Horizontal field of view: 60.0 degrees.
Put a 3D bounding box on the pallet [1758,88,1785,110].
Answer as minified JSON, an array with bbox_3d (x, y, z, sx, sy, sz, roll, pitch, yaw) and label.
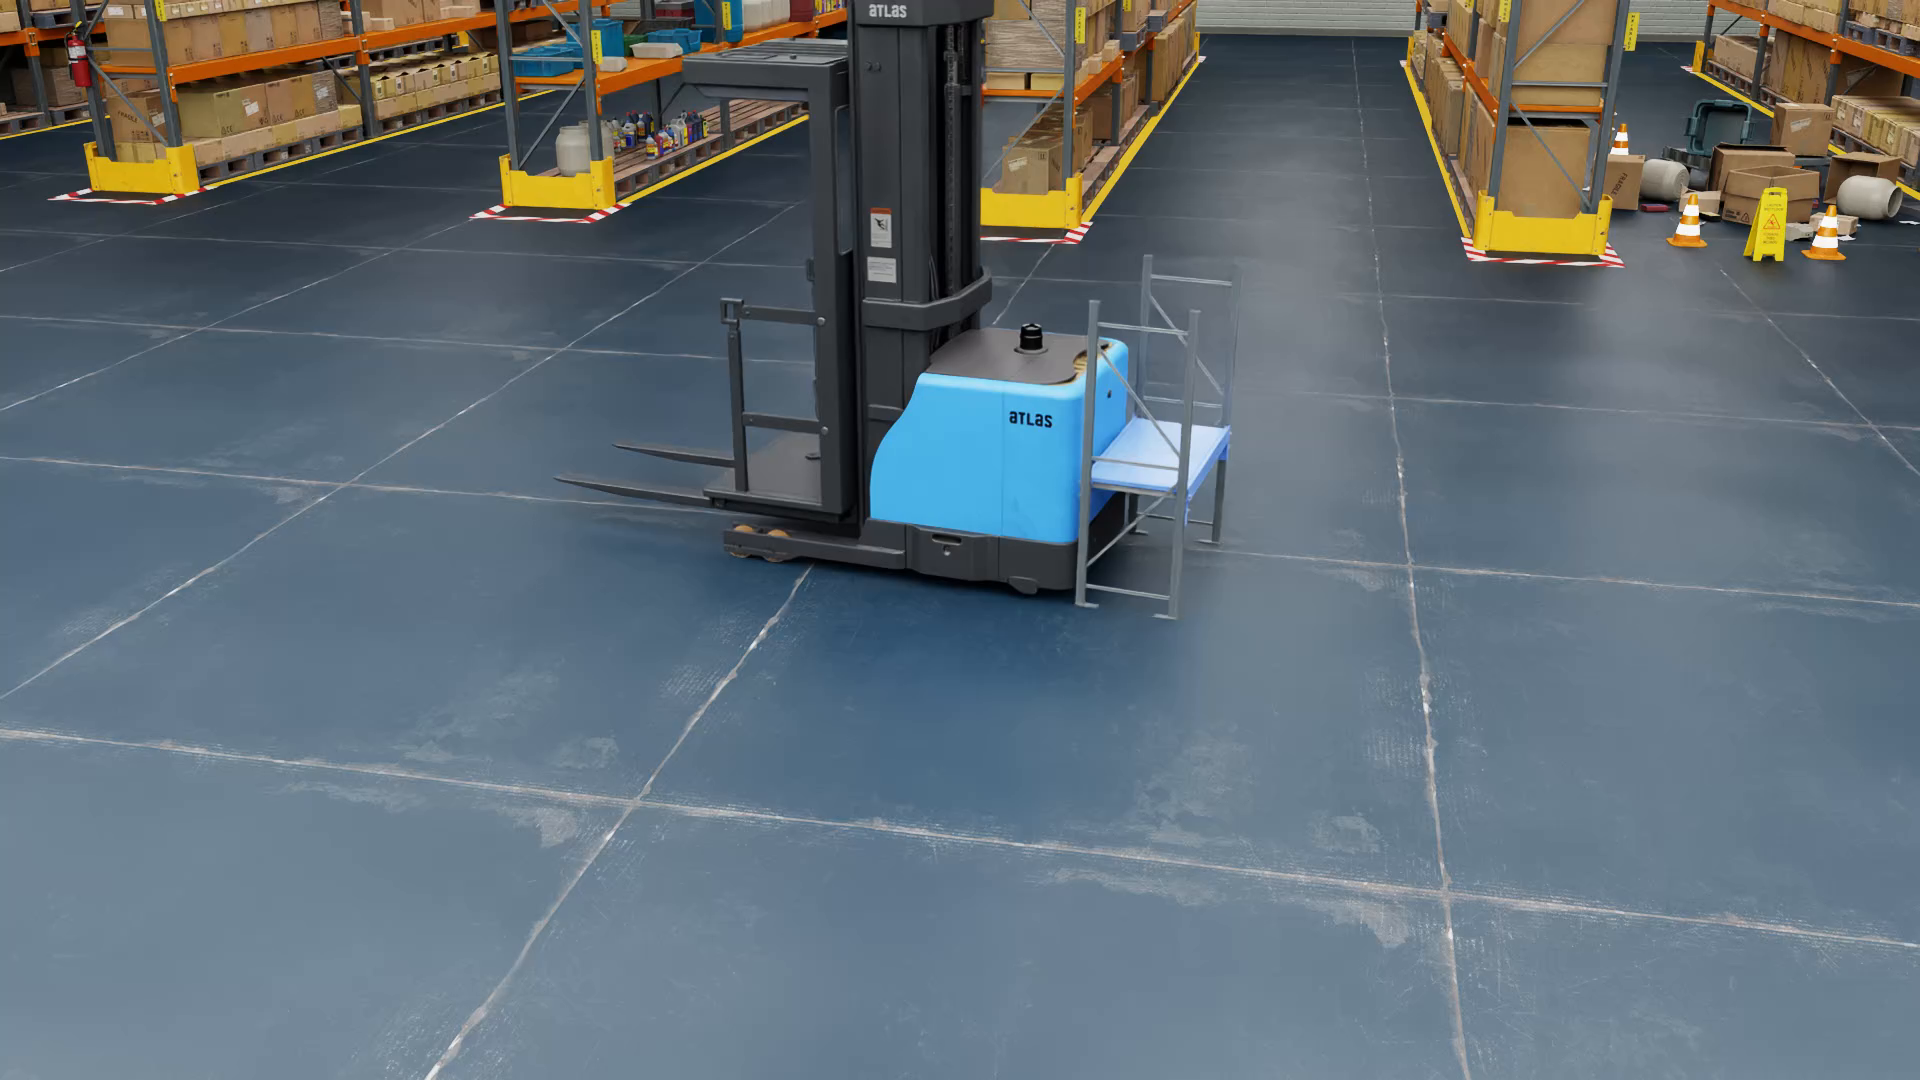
[{"bbox_3d":[12.679,-6.610,24.983,1.003,0.211,1.213,4,22,11],"label":"pallet"}]

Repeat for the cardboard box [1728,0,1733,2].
[{"bbox_3d":[13.003,-9.175,27.486,0.500,0.500,0.500,4,22,11],"label":"cardboard box"}]

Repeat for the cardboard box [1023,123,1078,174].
[{"bbox_3d":[0.991,-4.269,18.223,0.500,0.500,0.500,7,23,16],"label":"cardboard box"}]

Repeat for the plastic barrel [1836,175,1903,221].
[{"bbox_3d":[9.254,-3.478,16.924,0.421,0.421,0.512,-16,27,-35],"label":"plastic barrel"}]

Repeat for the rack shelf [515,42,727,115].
[{"bbox_3d":[-3.828,-5.333,19.044,1.077,0.370,4.000,4,22,11],"label":"rack shelf"}]

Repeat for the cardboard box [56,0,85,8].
[{"bbox_3d":[-12.860,-7.792,23.462,0.700,0.500,0.500,7,23,16],"label":"cardboard box"}]

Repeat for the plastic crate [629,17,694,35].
[{"bbox_3d":[-3.651,-6.188,20.286,0.767,0.338,0.504,4,22,11],"label":"plastic crate"}]

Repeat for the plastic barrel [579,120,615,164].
[{"bbox_3d":[-4.074,-4.406,18.547,0.421,0.512,0.421,0,22,0],"label":"plastic barrel"}]

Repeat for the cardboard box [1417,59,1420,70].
[{"bbox_3d":[7.854,-7.952,27.837,0.380,0.149,0.250,4,22,11],"label":"cardboard box"}]

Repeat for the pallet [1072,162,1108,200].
[{"bbox_3d":[1.080,-4.032,18.582,1.003,0.211,1.213,4,22,11],"label":"pallet"}]

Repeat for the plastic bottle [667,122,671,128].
[{"bbox_3d":[-3.479,-4.895,20.040,0.061,0.283,0.133,4,22,11],"label":"plastic bottle"}]

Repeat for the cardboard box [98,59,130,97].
[{"bbox_3d":[-12.784,-6.845,24.592,0.700,0.500,0.500,5,22,12],"label":"cardboard box"}]

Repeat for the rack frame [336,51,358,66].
[{"bbox_3d":[-11.486,-10.080,29.866,1.000,3.000,0.127,4,22,11],"label":"rack frame"}]

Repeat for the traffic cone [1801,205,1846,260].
[{"bbox_3d":[7.983,-2.842,15.290,0.336,0.463,0.334,4,22,11],"label":"traffic cone"}]

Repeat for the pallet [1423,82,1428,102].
[{"bbox_3d":[7.739,-6.953,25.836,1.003,0.211,1.213,4,22,11],"label":"pallet"}]

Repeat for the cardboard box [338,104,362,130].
[{"bbox_3d":[-8.149,-5.511,21.640,0.500,0.250,0.500,4,22,11],"label":"cardboard box"}]

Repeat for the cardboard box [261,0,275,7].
[{"bbox_3d":[-8.426,-6.447,19.845,0.380,0.149,0.250,5,23,13],"label":"cardboard box"}]

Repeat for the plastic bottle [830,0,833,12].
[{"bbox_3d":[-1.985,-8.240,25.455,0.061,0.283,0.133,4,22,11],"label":"plastic bottle"}]

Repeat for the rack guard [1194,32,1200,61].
[{"bbox_3d":[3.883,-9.259,31.174,1.175,0.500,0.348,4,22,11],"label":"rack guard"}]

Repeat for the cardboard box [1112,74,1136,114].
[{"bbox_3d":[2.028,-6.078,22.687,0.700,0.500,0.500,3,22,6],"label":"cardboard box"}]

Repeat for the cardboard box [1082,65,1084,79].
[{"bbox_3d":[1.071,-4.801,17.095,0.380,0.149,0.250,4,22,11],"label":"cardboard box"}]

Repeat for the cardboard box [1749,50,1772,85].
[{"bbox_3d":[12.996,-7.419,26.127,0.875,0.438,0.875,4,22,10],"label":"cardboard box"}]

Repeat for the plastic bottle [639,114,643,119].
[{"bbox_3d":[-3.953,-5.136,20.647,0.152,0.276,0.135,5,23,13],"label":"plastic bottle"}]

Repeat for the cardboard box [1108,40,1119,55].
[{"bbox_3d":[1.673,-5.803,19.585,0.380,0.149,0.250,4,22,11],"label":"cardboard box"}]

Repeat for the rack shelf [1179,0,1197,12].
[{"bbox_3d":[3.470,-9.345,29.004,1.077,0.370,4.000,4,22,11],"label":"rack shelf"}]

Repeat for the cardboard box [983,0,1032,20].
[{"bbox_3d":[0.483,-5.426,16.441,0.500,0.500,0.500,4,22,11],"label":"cardboard box"}]

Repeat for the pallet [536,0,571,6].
[{"bbox_3d":[-7.059,-8.863,27.102,1.003,0.211,1.213,4,22,11],"label":"pallet"}]

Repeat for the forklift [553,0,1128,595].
[{"bbox_3d":[-0.697,-1.417,8.449,3.031,2.935,1.130,8,23,19],"label":"forklift"}]

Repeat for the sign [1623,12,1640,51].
[{"bbox_3d":[5.990,-4.537,14.839,0.100,0.325,0.005,4,22,11],"label":"sign"}]

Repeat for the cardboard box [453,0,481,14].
[{"bbox_3d":[-7.569,-8.069,24.994,0.500,0.311,0.500,6,23,14],"label":"cardboard box"}]

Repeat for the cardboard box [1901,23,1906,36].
[{"bbox_3d":[11.188,-5.925,19.324,0.380,0.149,0.250,4,22,11],"label":"cardboard box"}]

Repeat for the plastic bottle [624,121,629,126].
[{"bbox_3d":[-4.022,-4.948,20.187,0.097,0.271,0.097,0,22,0],"label":"plastic bottle"}]

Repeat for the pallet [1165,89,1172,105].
[{"bbox_3d":[2.731,-6.918,25.748,1.003,0.211,1.213,4,22,11],"label":"pallet"}]

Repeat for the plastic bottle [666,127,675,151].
[{"bbox_3d":[-3.429,-4.750,19.695,0.097,0.271,0.097,0,22,0],"label":"plastic bottle"}]

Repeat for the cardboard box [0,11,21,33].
[{"bbox_3d":[-12.918,-6.897,22.138,0.500,0.250,0.500,5,22,11],"label":"cardboard box"}]

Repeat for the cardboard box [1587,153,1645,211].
[{"bbox_3d":[6.952,-3.802,17.621,0.500,0.500,0.500,8,23,20],"label":"cardboard box"}]

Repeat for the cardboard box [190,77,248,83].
[{"bbox_3d":[-8.973,-5.350,20.238,0.500,0.500,0.500,4,22,11],"label":"cardboard box"}]

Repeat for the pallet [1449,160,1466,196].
[{"bbox_3d":[6.032,-4.040,18.603,1.003,0.211,1.213,4,22,11],"label":"pallet"}]

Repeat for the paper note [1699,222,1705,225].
[{"bbox_3d":[7.422,-3.194,16.745,0.144,0.017,0.142,13,25,29],"label":"paper note"}]

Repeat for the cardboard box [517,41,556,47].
[{"bbox_3d":[-6.870,-7.805,26.974,0.500,0.500,0.500,4,22,10],"label":"cardboard box"}]

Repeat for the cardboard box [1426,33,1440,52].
[{"bbox_3d":[7.487,-7.665,25.650,0.500,0.250,0.500,3,22,9],"label":"cardboard box"}]

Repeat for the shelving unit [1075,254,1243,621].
[{"bbox_3d":[0.981,-0.529,8.147,0.538,1.500,1.048,8,23,18],"label":"shelving unit"}]

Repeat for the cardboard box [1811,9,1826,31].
[{"bbox_3d":[11.885,-7.052,22.548,0.500,0.250,0.500,5,22,12],"label":"cardboard box"}]

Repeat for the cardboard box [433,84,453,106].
[{"bbox_3d":[-7.630,-6.388,23.818,0.500,0.250,0.500,5,22,12],"label":"cardboard box"}]

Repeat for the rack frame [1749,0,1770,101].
[{"bbox_3d":[12.763,-8.191,25.177,1.000,3.000,0.127,4,22,11],"label":"rack frame"}]

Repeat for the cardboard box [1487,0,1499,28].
[{"bbox_3d":[5.812,-5.453,16.731,0.875,0.550,0.500,4,22,11],"label":"cardboard box"}]

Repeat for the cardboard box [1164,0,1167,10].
[{"bbox_3d":[2.815,-8.064,24.727,0.500,0.500,0.500,4,22,10],"label":"cardboard box"}]

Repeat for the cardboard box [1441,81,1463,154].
[{"bbox_3d":[6.303,-4.991,19.680,1.050,0.750,0.750,4,22,11],"label":"cardboard box"}]

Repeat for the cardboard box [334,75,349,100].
[{"bbox_3d":[-8.466,-6.127,22.419,0.500,0.311,0.500,4,22,11],"label":"cardboard box"}]

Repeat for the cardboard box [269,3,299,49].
[{"bbox_3d":[-8.560,-6.285,20.309,0.700,0.500,0.500,5,22,12],"label":"cardboard box"}]

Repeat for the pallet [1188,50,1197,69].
[{"bbox_3d":[3.791,-8.818,30.466,1.003,0.211,1.213,4,22,11],"label":"pallet"}]
